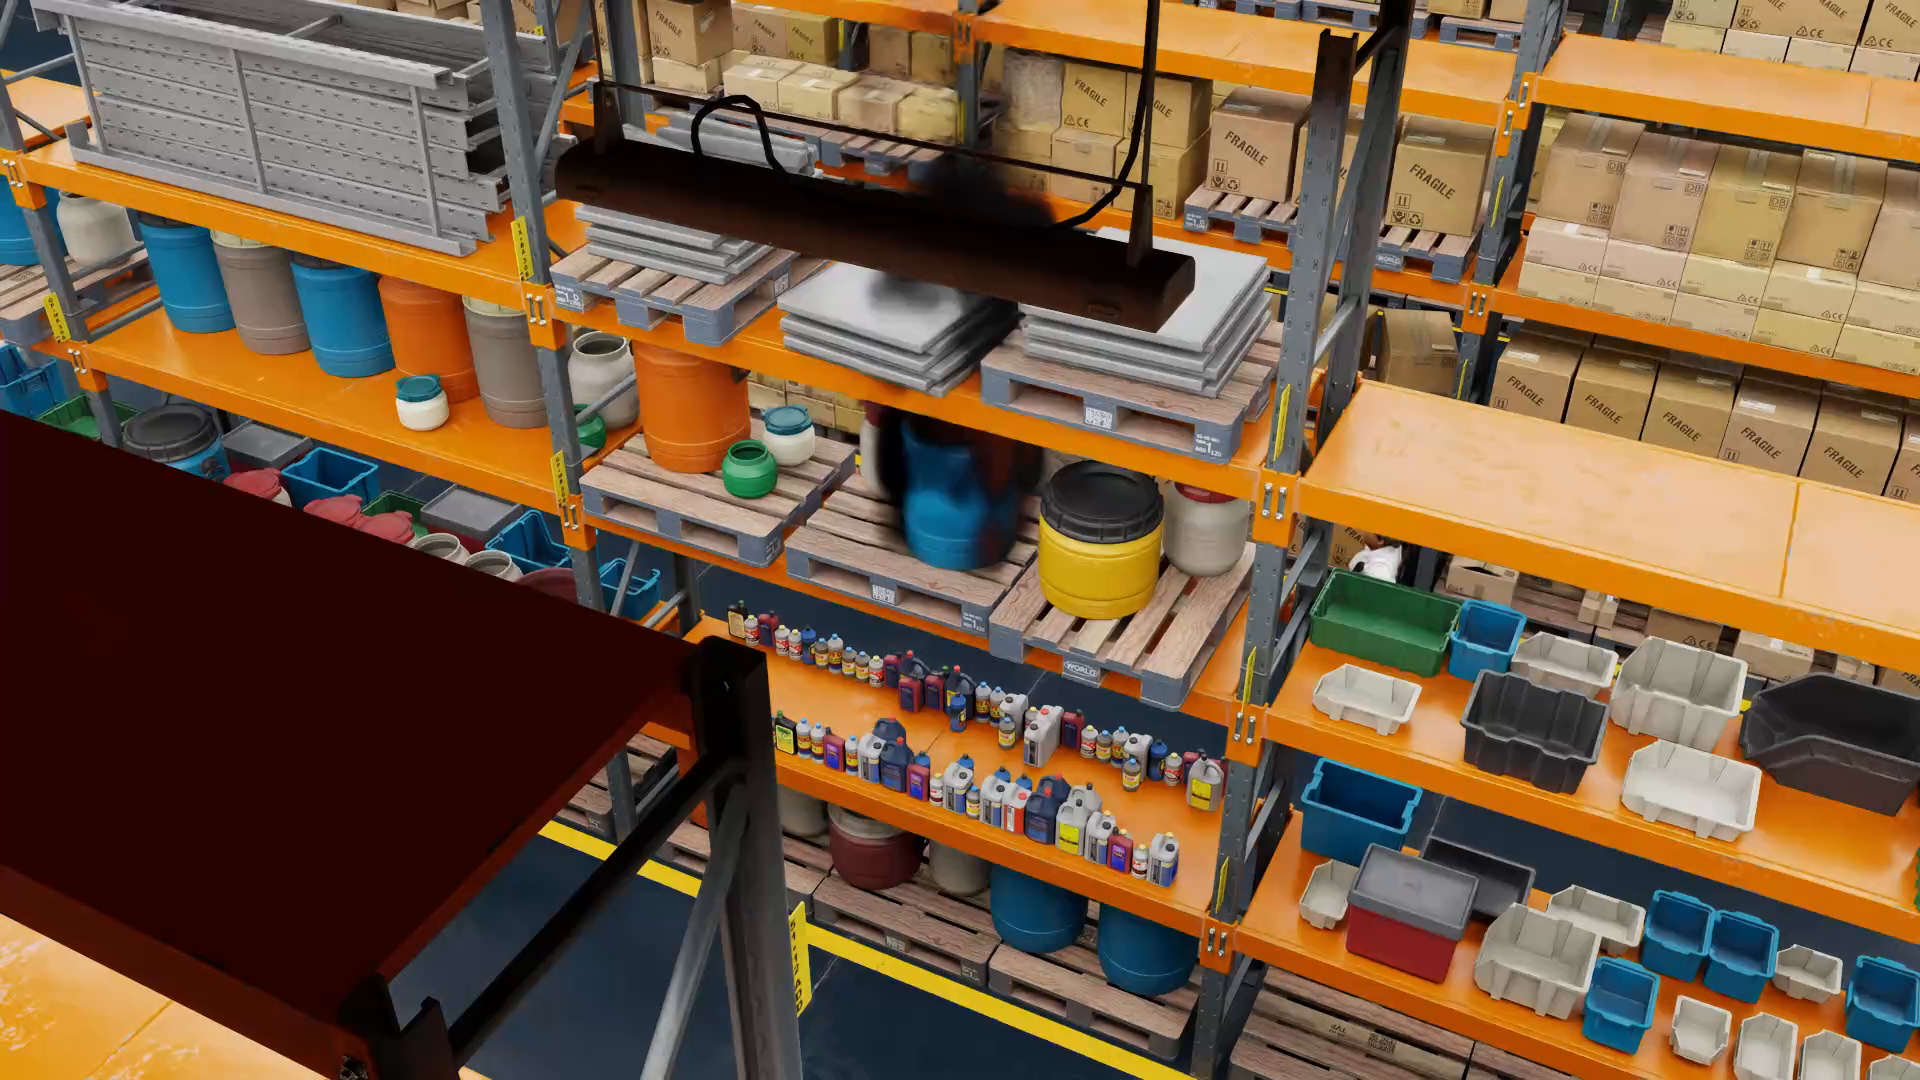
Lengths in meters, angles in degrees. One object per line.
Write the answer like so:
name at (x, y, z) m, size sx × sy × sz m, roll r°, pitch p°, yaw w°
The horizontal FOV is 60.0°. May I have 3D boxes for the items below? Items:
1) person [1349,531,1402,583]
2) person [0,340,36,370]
person at (2.782, 0.517, 11.241) m, size 0.515 × 1.642 × 0.595 m, roll 11°, pitch 36°, yaw 15°
person at (-8.585, -1.683, 14.795) m, size 0.828 × 1.733 × 0.703 m, roll -29°, pitch 44°, yaw -34°
